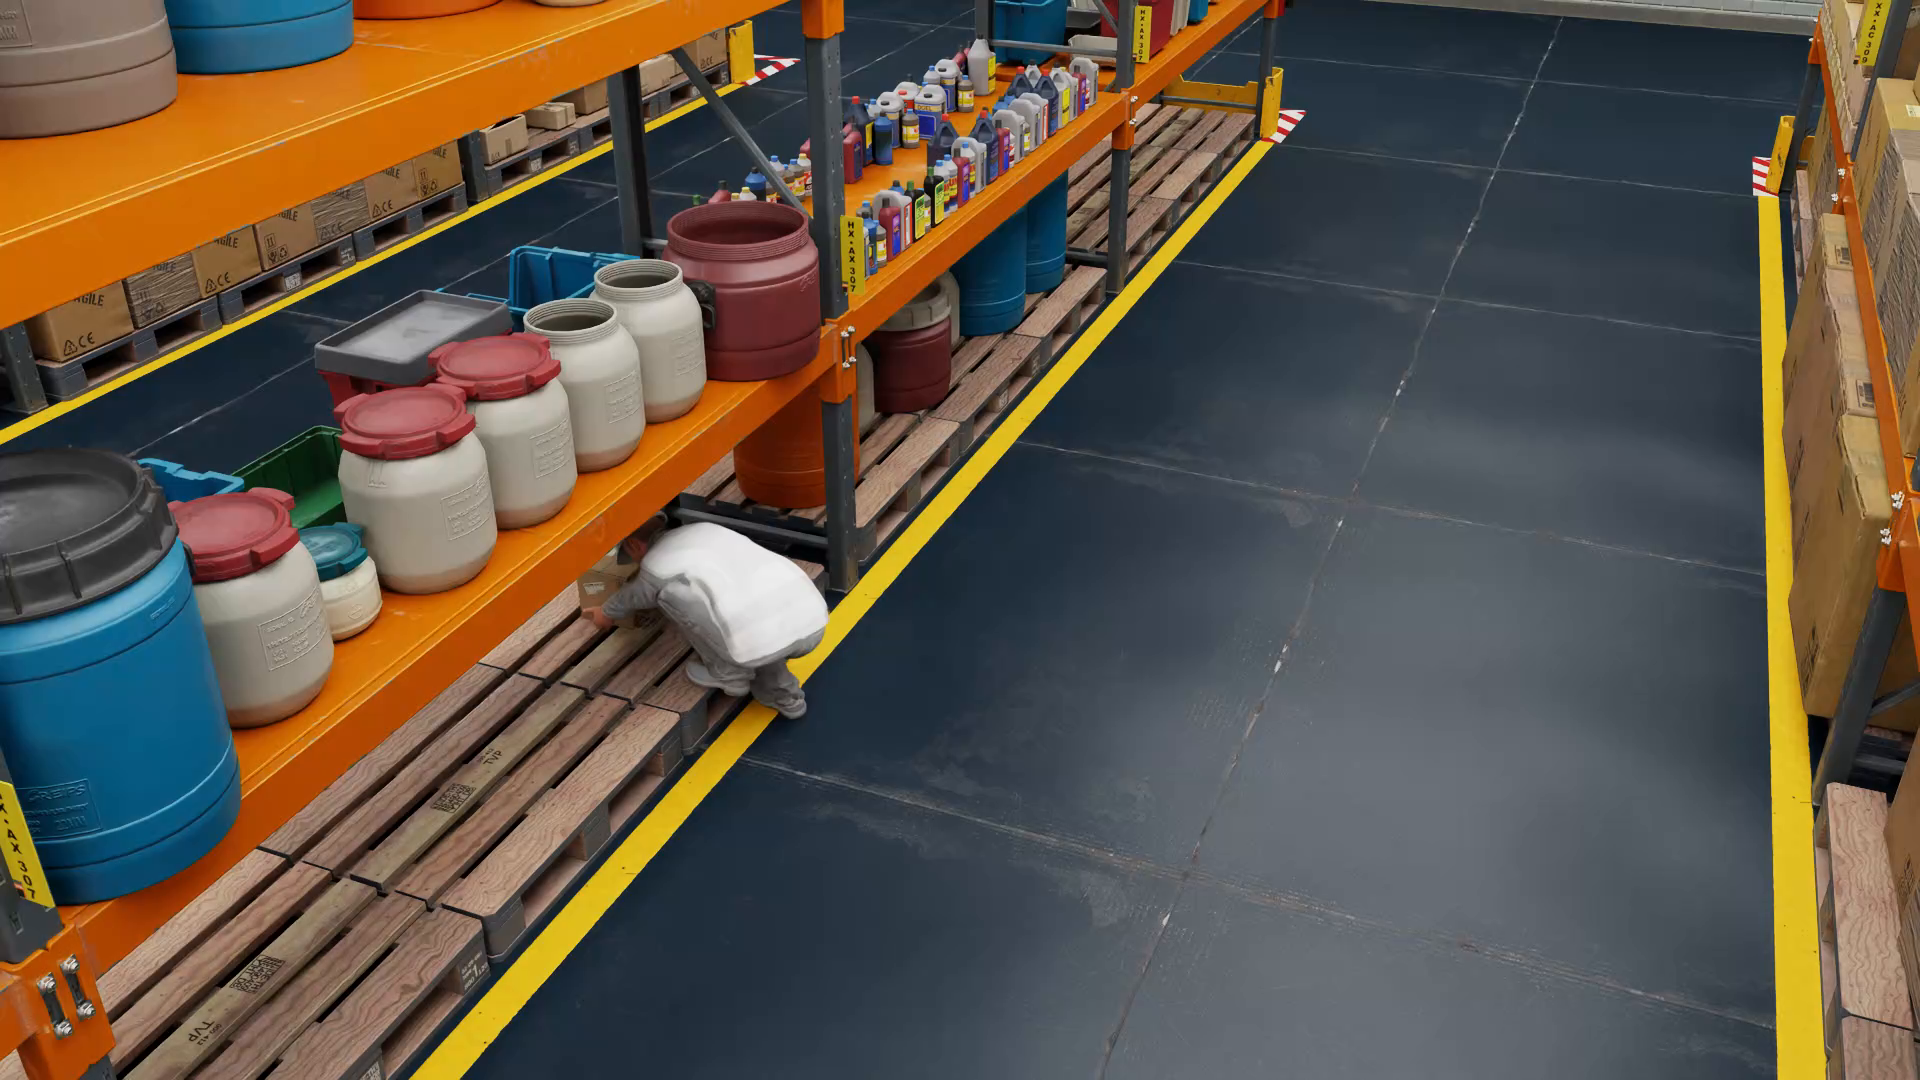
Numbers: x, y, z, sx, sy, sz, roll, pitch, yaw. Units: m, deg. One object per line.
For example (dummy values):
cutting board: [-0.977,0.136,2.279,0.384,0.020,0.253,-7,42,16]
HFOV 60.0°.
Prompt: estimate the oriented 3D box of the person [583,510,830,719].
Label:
person: [-1.056,0.275,6.607,1.200,0.806,0.495,21,36,33]
